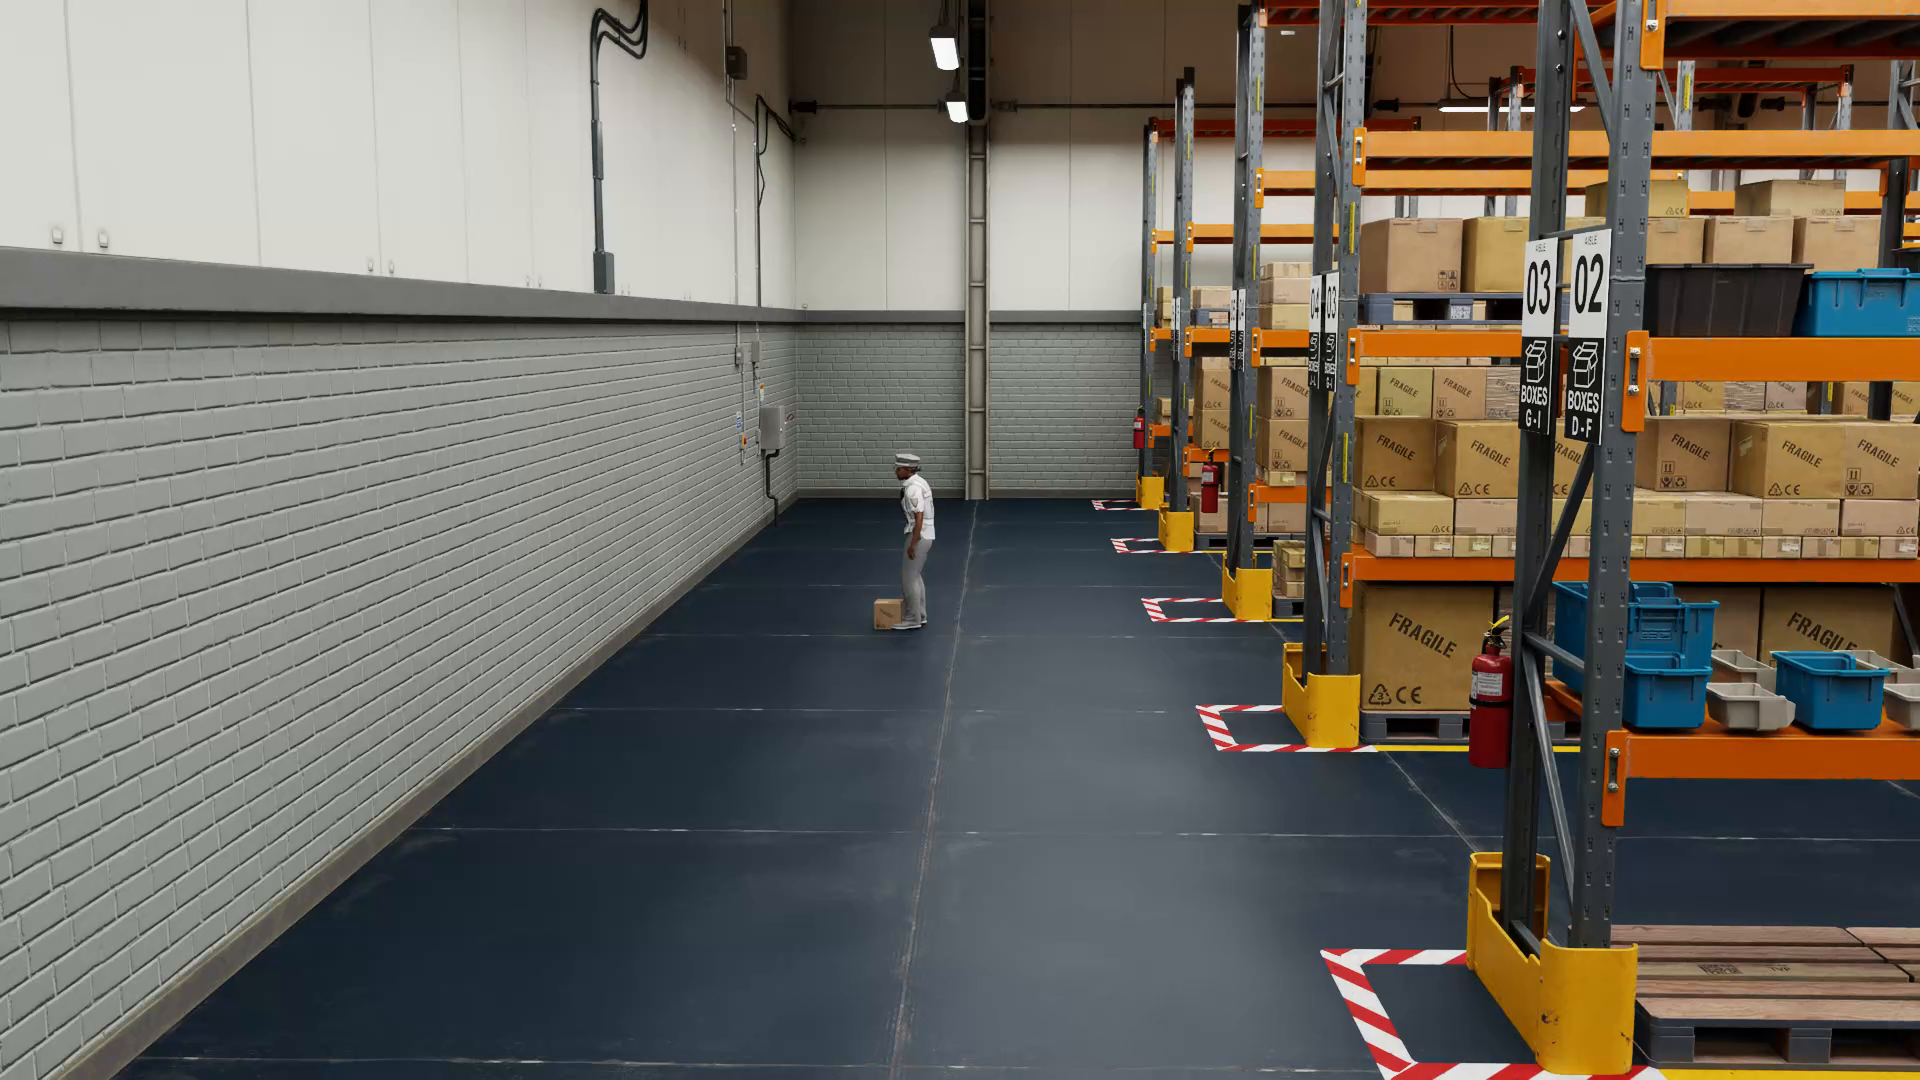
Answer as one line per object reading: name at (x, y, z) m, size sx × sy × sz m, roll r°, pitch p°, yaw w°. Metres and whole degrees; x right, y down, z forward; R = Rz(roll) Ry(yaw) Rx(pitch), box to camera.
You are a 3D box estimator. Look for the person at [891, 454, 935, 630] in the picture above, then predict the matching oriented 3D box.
person at (-0.452, 0.008, 15.721) m, size 0.428 × 1.658 × 0.530 m, roll 0°, pitch 7°, yaw -2°
